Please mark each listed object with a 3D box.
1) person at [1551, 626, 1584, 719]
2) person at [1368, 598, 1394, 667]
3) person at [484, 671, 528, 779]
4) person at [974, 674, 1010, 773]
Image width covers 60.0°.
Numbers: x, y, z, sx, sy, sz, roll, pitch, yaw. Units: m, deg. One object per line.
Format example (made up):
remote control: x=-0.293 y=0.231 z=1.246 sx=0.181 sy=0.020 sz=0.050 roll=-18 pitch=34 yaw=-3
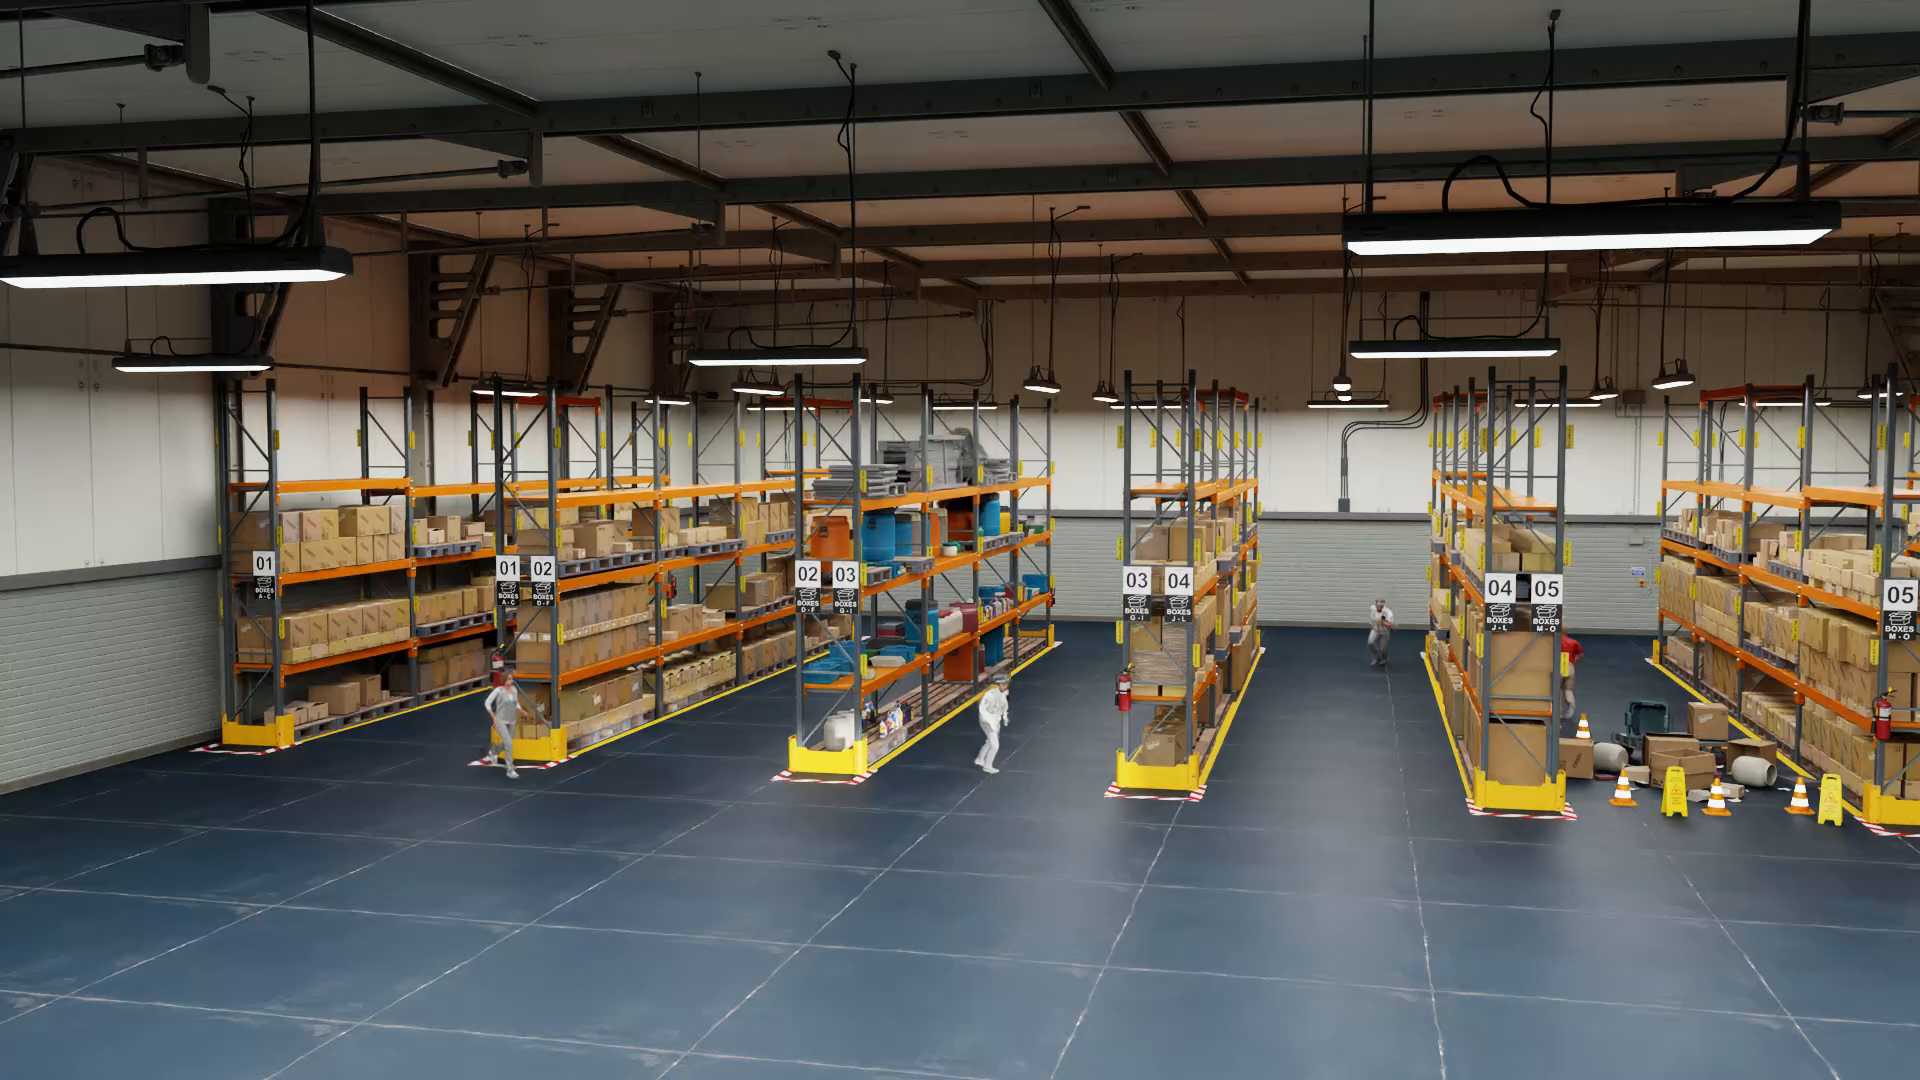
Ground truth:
person: x=10.867 y=2.386 z=29.882 sx=0.662 sy=1.673 sz=0.697 roll=1 pitch=3 yaw=9
person: x=9.292 y=2.025 z=36.626 sx=0.668 sy=1.535 sz=1.131 roll=2 pitch=4 yaw=31
person: x=-6.844 y=2.738 z=24.815 sx=0.800 sy=1.593 sz=0.522 roll=3 pitch=4 yaw=39
person: x=0.461 y=2.744 z=25.038 sx=0.806 sy=1.529 sz=0.640 roll=3 pitch=4 yaw=36
